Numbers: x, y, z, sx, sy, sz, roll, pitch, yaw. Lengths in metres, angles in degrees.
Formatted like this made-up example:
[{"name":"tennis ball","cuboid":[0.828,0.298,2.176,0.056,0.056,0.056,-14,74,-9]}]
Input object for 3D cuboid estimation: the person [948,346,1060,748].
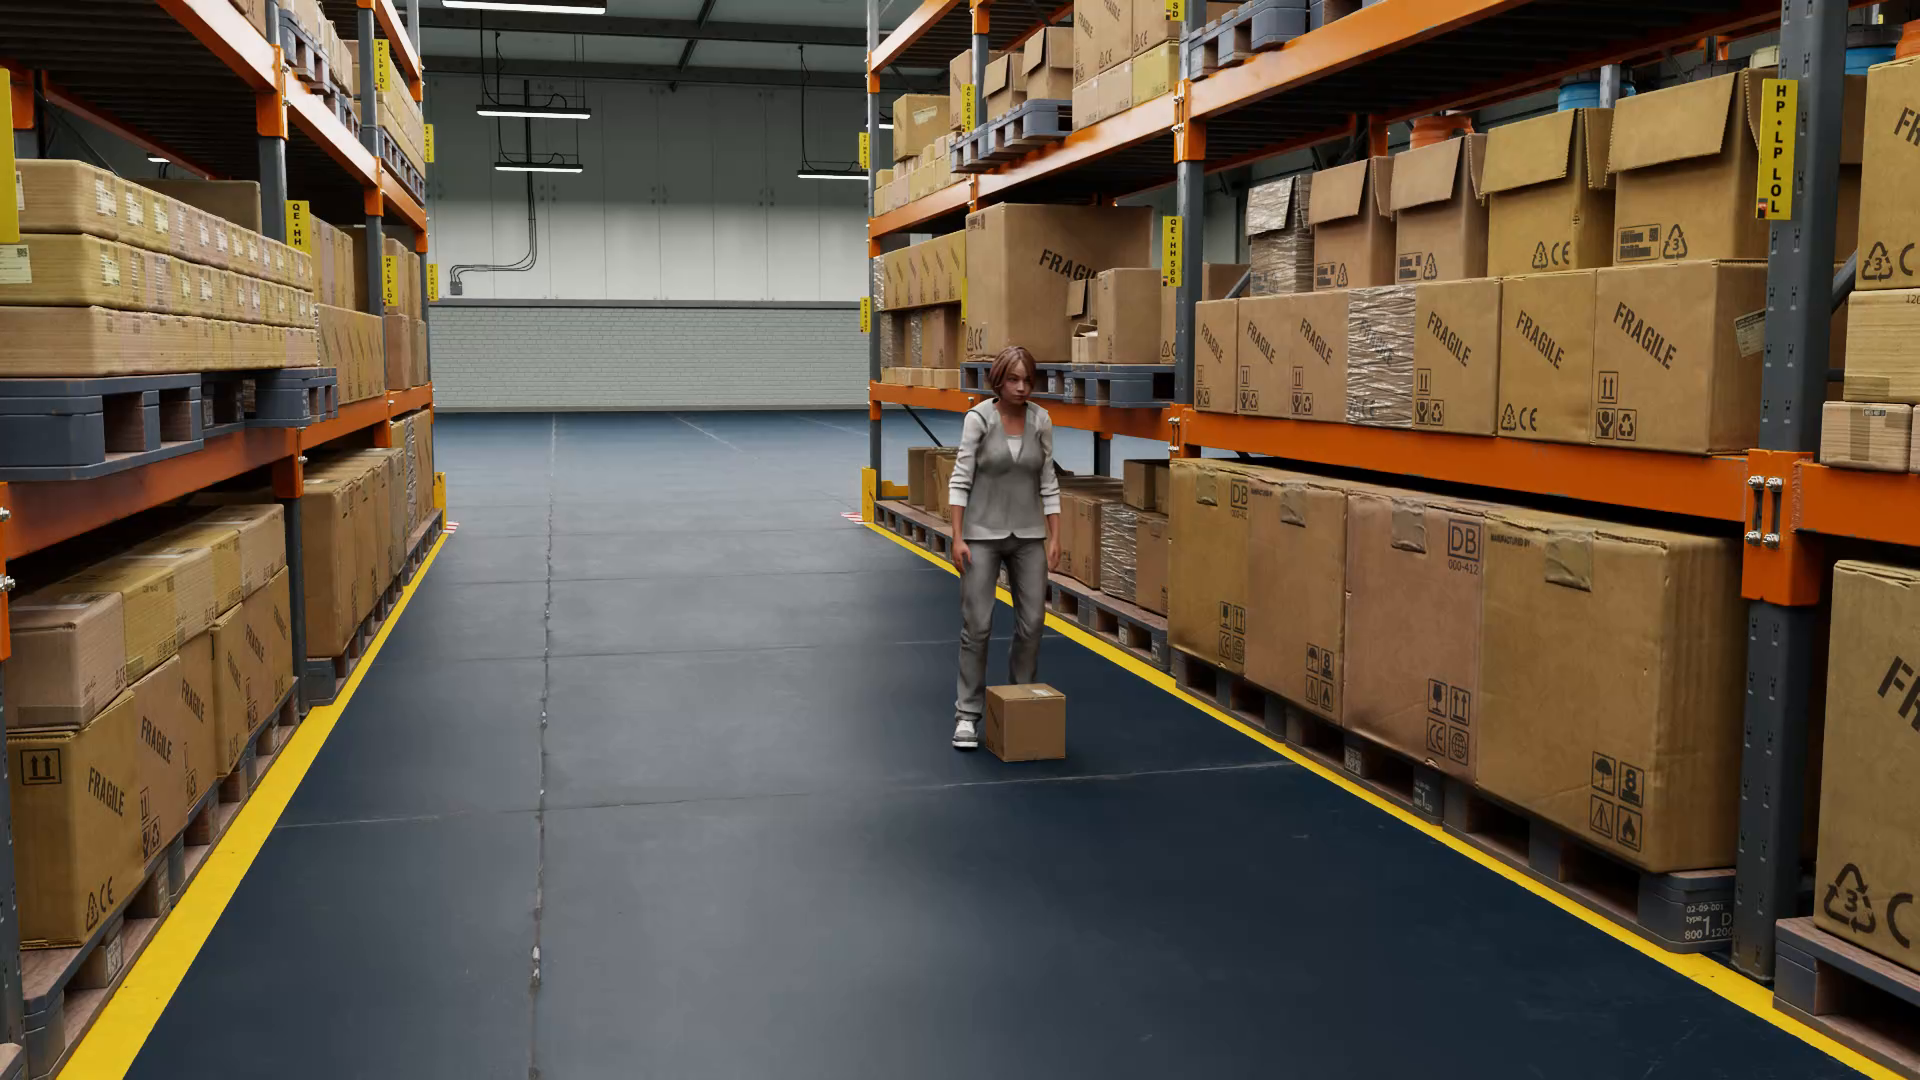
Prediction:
[{"name":"person","cuboid":[0.181,0.024,6.670,0.469,1.592,0.350,-2,7,-14]}]
